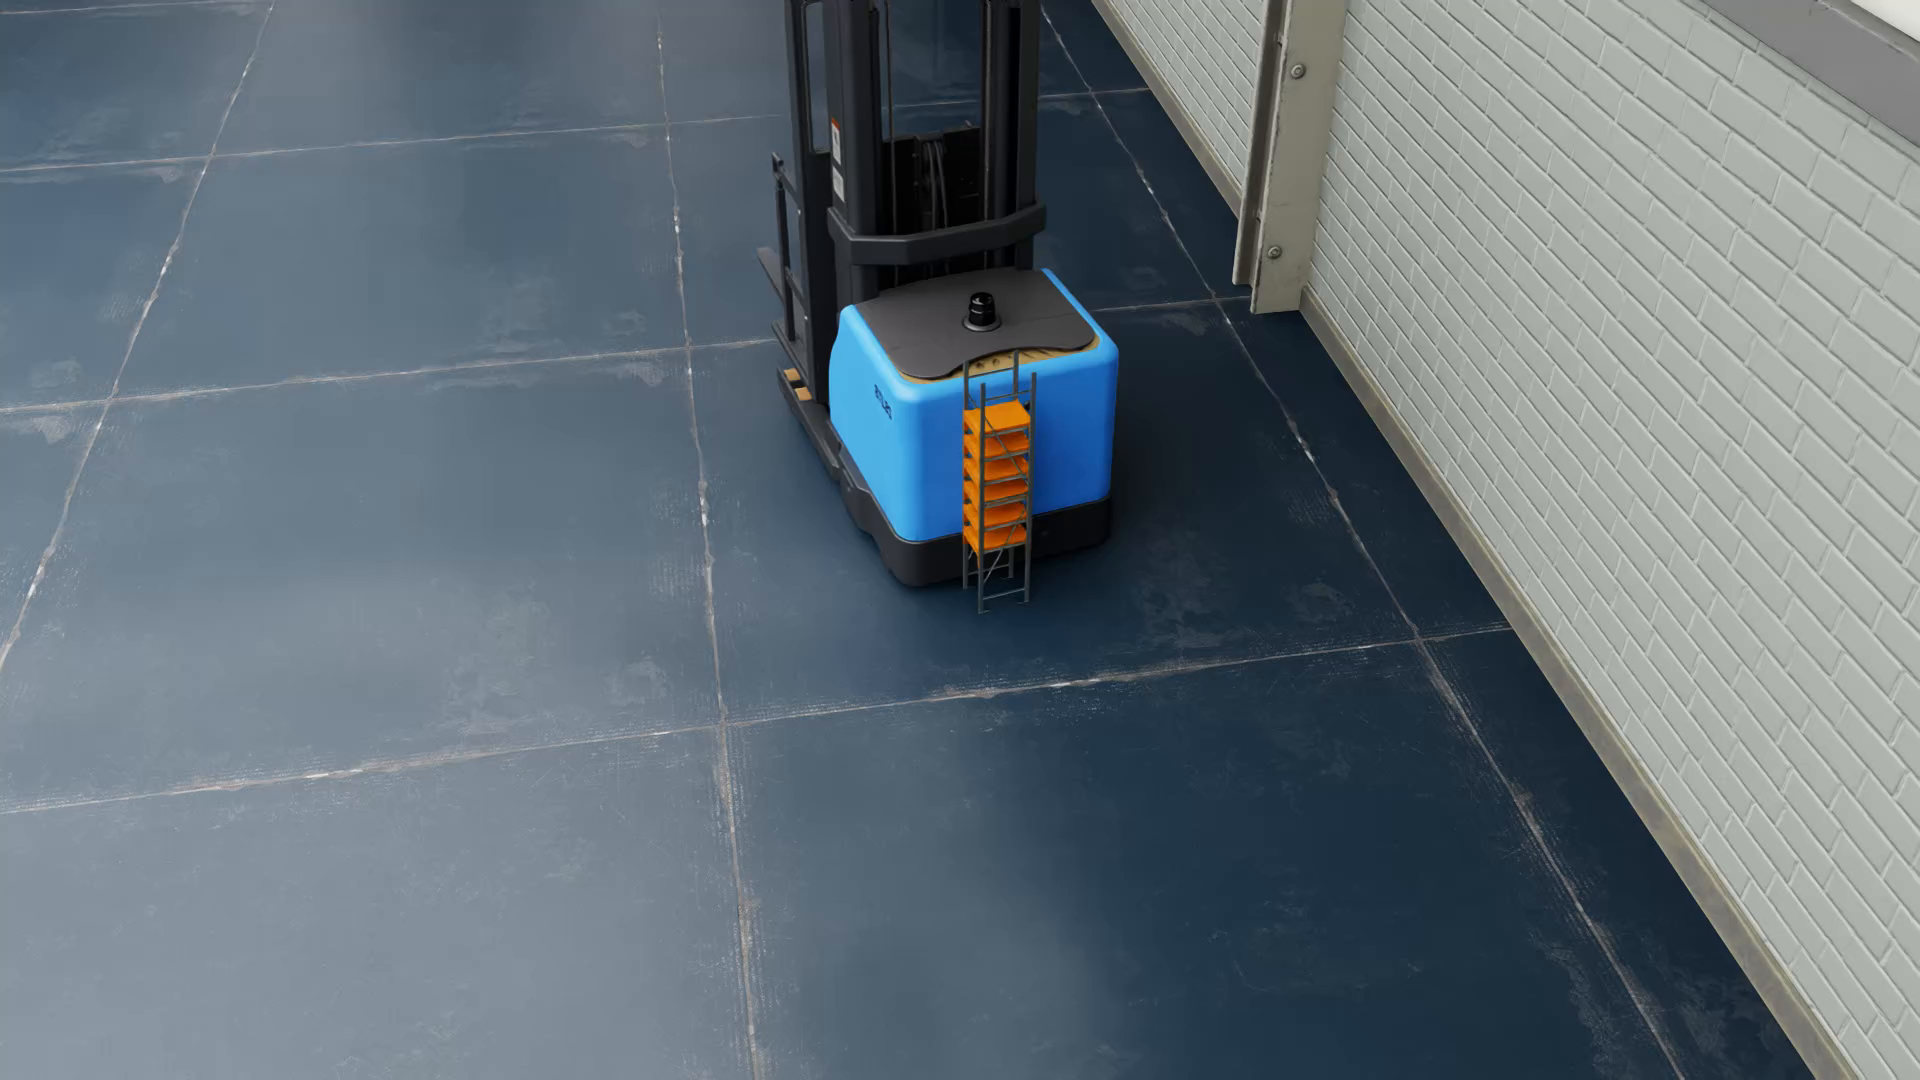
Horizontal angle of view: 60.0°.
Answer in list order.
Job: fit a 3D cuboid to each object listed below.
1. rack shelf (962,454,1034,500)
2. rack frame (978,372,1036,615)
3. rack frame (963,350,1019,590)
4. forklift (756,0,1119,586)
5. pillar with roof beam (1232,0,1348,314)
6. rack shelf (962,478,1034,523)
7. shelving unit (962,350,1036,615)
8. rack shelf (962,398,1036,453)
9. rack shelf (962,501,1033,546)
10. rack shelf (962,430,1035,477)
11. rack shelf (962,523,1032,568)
[{"bbox_3d":[0.160,-0.284,7.015,0.258,0.103,0.180,-13,40,-17],"label":"rack shelf"},{"bbox_3d":[0.193,-0.172,6.994,0.240,1.200,0.006,-13,40,-17],"label":"rack frame"},{"bbox_3d":[0.127,-0.277,7.128,0.240,1.200,0.006,-13,40,-17],"label":"rack frame"},{"bbox_3d":[-0.307,-1.859,7.754,1.130,2.935,3.031,-13,40,-16],"label":"forklift"},{"bbox_3d":[-2.467,-4.504,6.212,9.100,9.000,0.400,-6,38,-8],"label":"pillar with roof beam"},{"bbox_3d":[0.160,-0.189,7.088,0.258,0.103,0.180,-13,40,-17],"label":"rack shelf"},{"bbox_3d":[0.160,-0.225,7.061,0.258,1.200,0.189,-13,40,-17],"label":"shelving unit"},{"bbox_3d":[0.160,-0.474,6.867,0.258,0.103,0.180,-13,40,-17],"label":"rack shelf"},{"bbox_3d":[0.160,-0.095,7.162,0.258,0.103,0.180,-13,40,-17],"label":"rack shelf"},{"bbox_3d":[0.160,-0.379,6.941,0.258,0.103,0.180,-13,40,-17],"label":"rack shelf"},{"bbox_3d":[0.160,0.000,7.236,0.258,0.103,0.180,-13,40,-17],"label":"rack shelf"}]
